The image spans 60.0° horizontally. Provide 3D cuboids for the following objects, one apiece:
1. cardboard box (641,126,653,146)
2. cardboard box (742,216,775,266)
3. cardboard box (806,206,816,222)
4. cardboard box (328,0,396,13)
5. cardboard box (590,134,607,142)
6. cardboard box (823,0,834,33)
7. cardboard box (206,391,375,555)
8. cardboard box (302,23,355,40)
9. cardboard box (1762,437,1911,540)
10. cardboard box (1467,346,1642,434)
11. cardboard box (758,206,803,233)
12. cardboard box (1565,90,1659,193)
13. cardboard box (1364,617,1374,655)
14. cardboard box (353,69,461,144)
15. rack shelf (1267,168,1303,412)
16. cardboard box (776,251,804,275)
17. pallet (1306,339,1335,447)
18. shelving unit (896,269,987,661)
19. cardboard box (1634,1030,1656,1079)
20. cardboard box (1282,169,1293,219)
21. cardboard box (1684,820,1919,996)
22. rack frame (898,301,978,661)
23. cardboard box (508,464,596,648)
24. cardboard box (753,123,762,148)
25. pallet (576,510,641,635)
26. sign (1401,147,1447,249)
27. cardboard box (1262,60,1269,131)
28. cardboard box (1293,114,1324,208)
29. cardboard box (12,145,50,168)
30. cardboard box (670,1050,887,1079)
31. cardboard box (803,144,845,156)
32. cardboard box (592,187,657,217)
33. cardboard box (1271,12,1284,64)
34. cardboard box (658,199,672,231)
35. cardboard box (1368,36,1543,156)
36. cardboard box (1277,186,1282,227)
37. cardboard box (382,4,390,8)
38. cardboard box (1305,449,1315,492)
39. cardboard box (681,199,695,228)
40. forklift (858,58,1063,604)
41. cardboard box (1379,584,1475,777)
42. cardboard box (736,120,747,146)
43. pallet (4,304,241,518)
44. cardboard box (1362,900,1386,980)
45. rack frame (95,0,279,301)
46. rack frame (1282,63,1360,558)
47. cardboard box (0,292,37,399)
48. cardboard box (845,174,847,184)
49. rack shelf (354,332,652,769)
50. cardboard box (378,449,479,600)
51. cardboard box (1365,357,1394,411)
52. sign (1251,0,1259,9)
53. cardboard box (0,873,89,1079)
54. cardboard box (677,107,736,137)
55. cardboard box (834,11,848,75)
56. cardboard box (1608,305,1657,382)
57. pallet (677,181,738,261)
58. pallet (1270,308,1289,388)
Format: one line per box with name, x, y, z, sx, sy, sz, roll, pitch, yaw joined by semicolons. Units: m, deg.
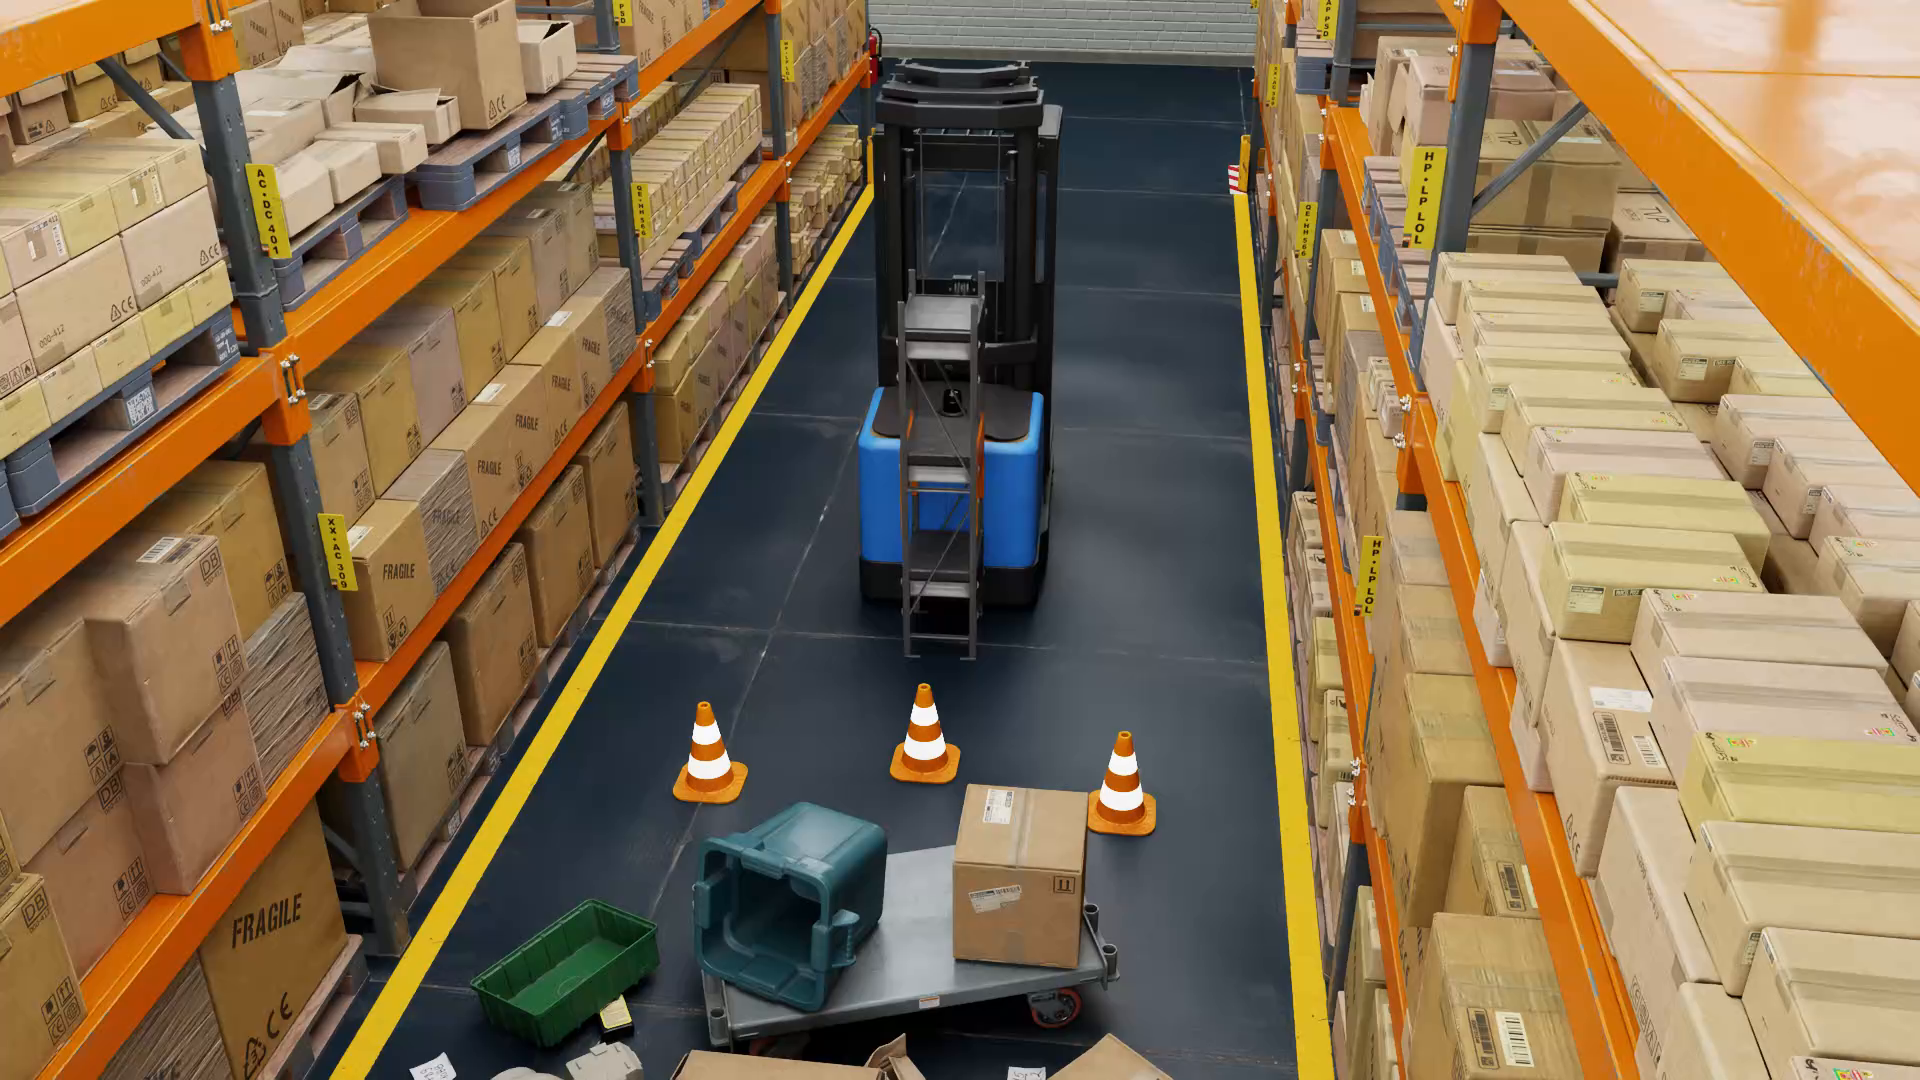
cardboard box;-2.523;-3.014;12.482;0.380;0.149;0.250;2;28;4
cardboard box;-1.766;-2.382;13.204;0.500;0.250;0.500;3;28;5
cardboard box;-1.535;-3.042;15.275;0.380;0.149;0.250;5;29;9
cardboard box;-6.145;-5.702;17.018;0.500;0.500;0.500;4;29;7
cardboard box;-2.617;-2.775;11.725;0.380;0.149;0.250;4;29;8
cardboard box;-1.423;-4.868;14.943;0.500;0.500;0.500;2;28;4
cardboard box;-2.851;-0.286;6.750;0.700;0.500;0.500;3;28;5
cardboard box;-6.267;-4.895;16.310;0.500;0.250;0.500;2;28;4
cardboard box;2.105;-0.112;3.848;0.380;0.149;0.250;4;29;7
cardboard box;1.554;-0.389;4.363;0.380;0.149;0.250;3;28;6
cardboard box;-1.585;-2.801;14.515;0.380;0.149;0.250;5;29;9
cardboard box;2.540;-1.474;6.141;0.500;0.250;0.500;3;28;5
cardboard box;1.808;0.340;6.570;0.380;0.149;0.250;4;29;7
cardboard box;-2.466;-1.926;7.386;0.396;0.266;0.258;3;28;6
rack shelf;2.754;-1.835;11.544;1.077;0.370;4.000;3;28;6
cardboard box;-1.562;-2.416;14.426;0.380;0.149;0.250;2;28;4
pallet;2.528;-0.784;9.037;1.213;0.211;1.003;3;28;6
shelving unit;-0.091;-0.376;9.025;0.431;2.100;0.503;2;28;4
cardboard box;1.360;0.919;2.775;0.380;0.149;0.250;4;29;8
cardboard box;2.481;-2.335;11.345;0.500;0.250;0.500;3;28;5
cardboard box;1.360;0.578;2.568;0.380;0.149;0.250;3;28;6
rack frame;-0.112;-0.260;8.811;0.400;2.100;0.015;2;28;4
cardboard box;-2.683;0.048;9.219;1.050;0.750;0.750;4;29;7
cardboard box;-1.778;-3.209;13.158;0.380;0.149;0.250;3;28;5
pallet;-2.587;0.144;10.052;1.003;0.211;1.213;3;28;6
sign;1.468;-1.079;5.260;0.100;0.325;0.005;3;28;6
cardboard box;2.907;-3.850;14.421;0.500;0.500;0.500;3;28;5
cardboard box;2.435;-2.428;10.727;0.500;0.500;0.500;3;28;6
cardboard box;-6.876;-2.527;11.965;0.500;0.500;0.500;3;28;5
cardboard box;-0.662;2.180;5.821;0.797;0.637;0.503;3;28;6
cardboard box;-1.337;-3.781;16.334;0.380;0.149;0.250;2;28;4
cardboard box;-2.137;-2.119;10.508;0.380;0.149;0.250;3;28;5
cardboard box;2.853;-4.054;13.744;0.500;0.500;0.500;3;28;5
cardboard box;-2.097;-2.125;10.832;0.380;0.149;0.250;2;28;5
cardboard box;2.383;-2.129;8.063;0.700;0.500;0.500;3;28;6
cardboard box;2.543;-2.351;11.902;0.500;0.250;0.500;3;28;6
cardboard box;-2.723;-2.632;8.649;0.500;0.311;0.500;3;29;6
cardboard box;2.676;-0.780;10.624;0.875;0.875;0.875;3;28;6
cardboard box;-2.033;-2.229;11.339;0.380;0.149;0.250;4;29;8
forklift;0.054;-1.584;10.393;1.130;2.935;3.031;2;28;4
cardboard box;1.666;0.491;4.994;0.700;0.500;0.500;4;29;6
cardboard box;-1.843;-3.099;12.640;0.380;0.149;0.250;5;29;8
pallet;-3.017;-0.464;5.172;1.003;0.211;1.213;3;28;6
cardboard box;1.604;1.400;5.762;0.380;0.149;0.250;4;29;7
rack frame;-2.906;-2.208;5.153;1.000;3.000;0.127;3;28;6
rack frame;2.509;-1.210;9.626;1.000;3.000;0.127;3;28;6
cardboard box;-2.837;-0.462;4.370;0.500;0.250;0.500;3;28;6
cardboard box;-1.342;-3.640;16.698;0.380;0.149;0.250;3;28;6
rack shelf;-2.661;-0.192;8.494;1.077;0.370;4.000;3;28;6
cardboard box;-2.513;-0.081;7.424;0.500;0.500;0.500;4;29;7
cardboard box;1.933;-0.659;7.056;0.380;0.149;0.250;2;28;4
sign;2.939;-5.427;16.456;0.100;0.325;0.005;3;28;6
cardboard box;-3.133;1.304;4.801;0.875;0.550;0.500;3;28;6
cardboard box;-1.879;-3.097;12.323;0.380;0.149;0.250;3;28;6
cardboard box;-1.356;-4.683;15.653;0.500;0.500;0.500;3;29;6
cardboard box;2.232;-0.488;4.968;0.500;0.250;0.500;3;28;6
pallet;-2.214;-2.300;11.851;1.003;0.211;1.213;3;28;6
pallet;2.980;-1.498;13.100;1.003;0.211;1.213;3;28;6
